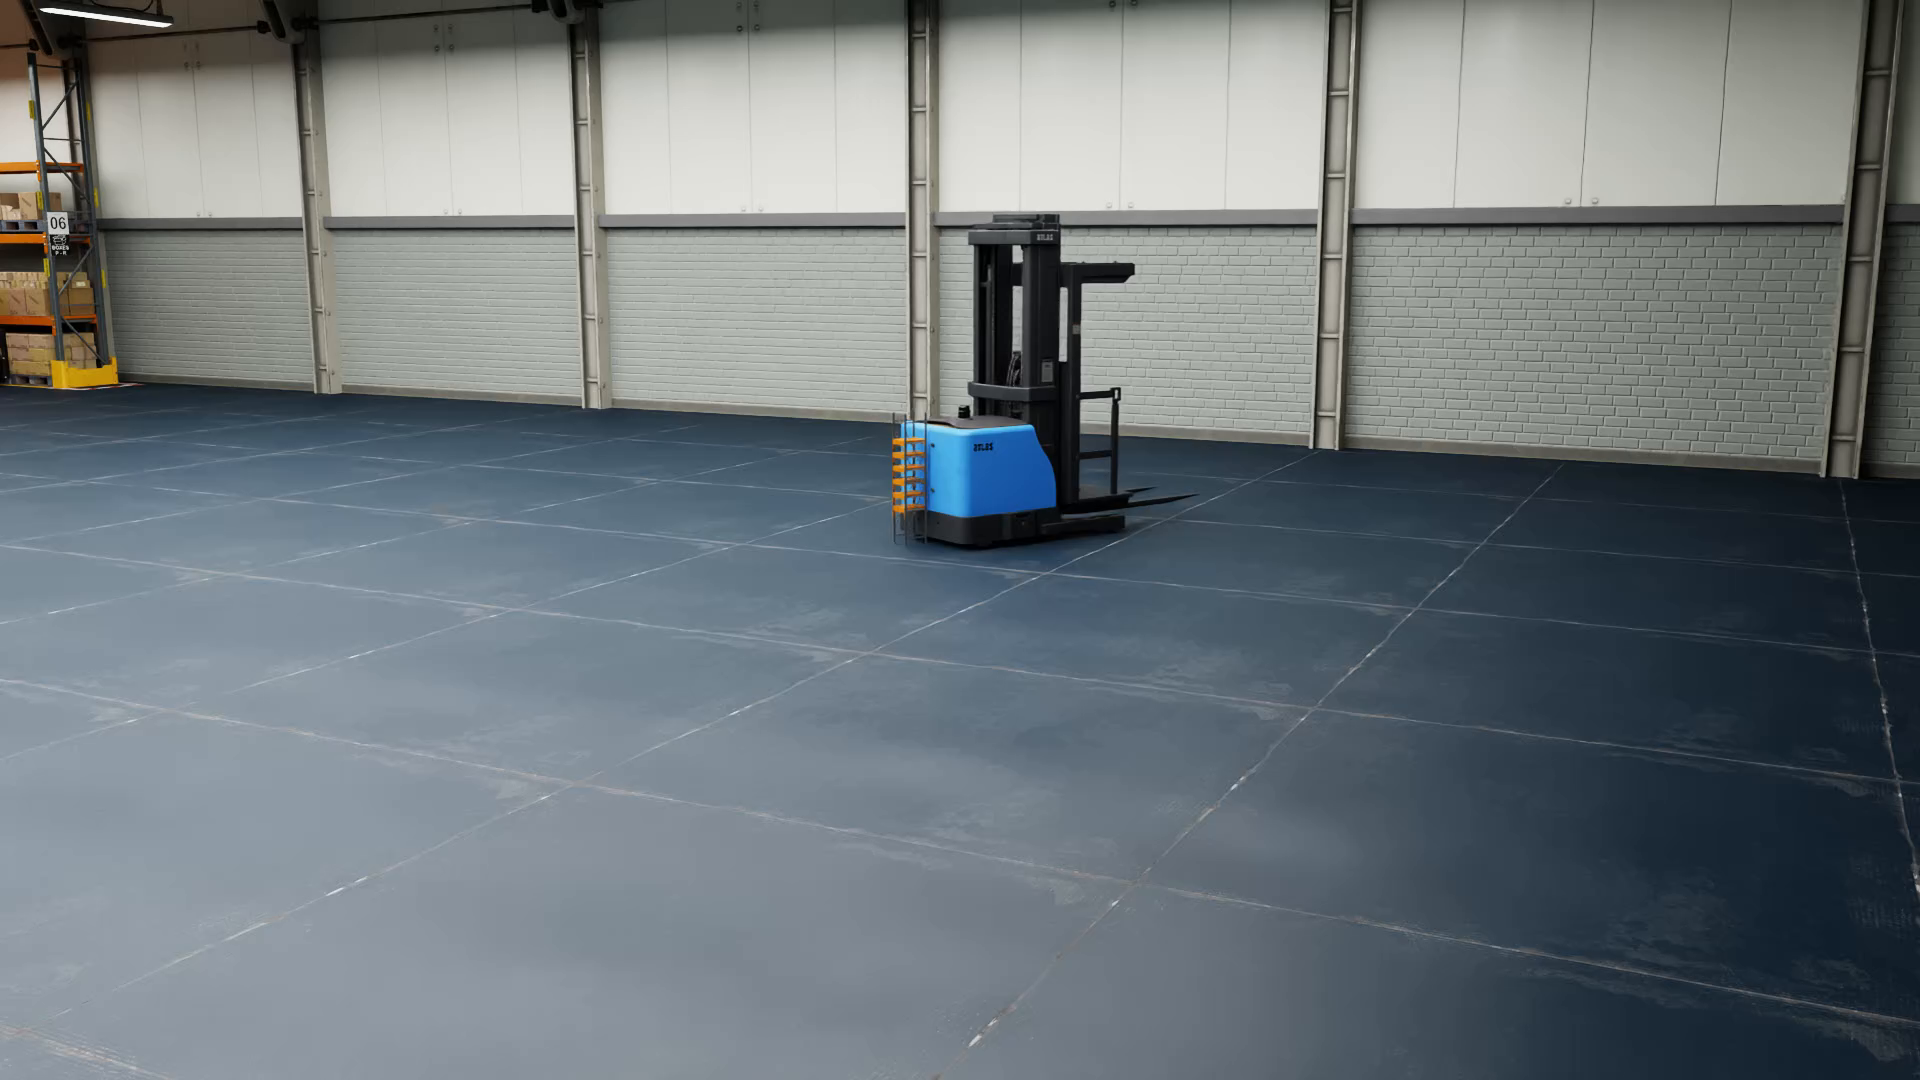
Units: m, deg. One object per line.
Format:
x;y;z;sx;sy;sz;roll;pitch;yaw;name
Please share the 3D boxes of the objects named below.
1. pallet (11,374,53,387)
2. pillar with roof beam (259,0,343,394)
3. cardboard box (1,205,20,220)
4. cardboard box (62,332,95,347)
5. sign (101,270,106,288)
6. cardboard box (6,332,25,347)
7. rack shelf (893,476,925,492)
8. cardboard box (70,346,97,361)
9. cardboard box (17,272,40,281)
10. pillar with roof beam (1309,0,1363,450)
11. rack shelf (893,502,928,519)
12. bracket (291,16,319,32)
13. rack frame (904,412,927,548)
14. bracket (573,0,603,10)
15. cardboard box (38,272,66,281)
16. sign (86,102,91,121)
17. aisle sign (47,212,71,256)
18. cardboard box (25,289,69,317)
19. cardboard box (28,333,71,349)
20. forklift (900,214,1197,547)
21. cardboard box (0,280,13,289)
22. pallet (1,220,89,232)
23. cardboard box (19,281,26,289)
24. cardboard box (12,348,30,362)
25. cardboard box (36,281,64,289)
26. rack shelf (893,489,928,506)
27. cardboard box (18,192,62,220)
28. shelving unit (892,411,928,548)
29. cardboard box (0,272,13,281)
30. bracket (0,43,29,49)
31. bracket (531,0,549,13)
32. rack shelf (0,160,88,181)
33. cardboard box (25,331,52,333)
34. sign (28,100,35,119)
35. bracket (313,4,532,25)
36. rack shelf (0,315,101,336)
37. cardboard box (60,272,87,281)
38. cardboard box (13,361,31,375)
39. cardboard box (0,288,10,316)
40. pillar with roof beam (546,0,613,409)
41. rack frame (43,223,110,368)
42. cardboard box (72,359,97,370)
-17.163;-3.065;31.572;1.213;0.211;1.003;5;11;26;pallet
-13.208;-6.374;25.181;0.548;9.000;9.100;5;11;26;pillar with roof beam
-17.564;-6.086;30.930;0.258;0.266;0.396;5;11;26;cardboard box
-16.806;-3.797;31.523;0.500;0.250;0.500;5;11;25;cardboard box
-16.208;-4.937;31.431;0.005;0.325;0.100;5;11;26;sign
-17.927;-3.793;31.500;0.500;0.250;0.500;5;11;27;cardboard box
-0.447;-0.500;14.873;0.258;0.103;0.180;-8;13;-36;rack shelf
-16.788;-3.553;31.579;0.500;0.250;0.500;5;12;27;cardboard box
-17.355;-4.924;31.075;0.250;0.149;0.380;5;12;27;cardboard box
2.934;-4.956;17.344;0.400;9.000;9.100;5;11;26;pillar with roof beam
-0.447;-0.264;14.916;0.258;0.103;0.180;-8;13;-36;rack shelf
-11.089;-8.743;28.165;0.430;0.232;0.235;5;11;26;bracket
-0.393;-0.531;14.792;0.240;1.200;0.006;-8;13;-36;rack frame
-5.708;-8.271;25.553;0.430;0.232;0.235;5;11;26;bracket
-16.873;-4.893;30.905;0.250;0.149;0.380;5;11;26;cardboard box
-16.208;-7.961;30.883;0.005;0.325;0.100;5;11;26;sign
-16.530;-5.611;30.509;0.004;0.787;0.394;5;11;26;aisle sign
-17.016;-4.430;31.001;0.500;0.500;0.500;5;11;25;cardboard box
-17.010;-3.716;31.072;0.500;0.250;0.500;5;12;28;cardboard box
0.935;-1.561;15.624;3.031;2.935;1.130;-8;13;-36;forklift
-17.819;-4.815;31.310;0.250;0.149;0.380;5;11;24;cardboard box
-17.081;-5.876;31.099;1.213;0.211;1.003;5;11;26;pallet
-17.342;-4.780;31.117;0.250;0.149;0.380;5;12;27;cardboard box
-17.479;-3.513;31.355;0.500;0.250;0.500;5;11;25;cardboard box
-16.894;-4.734;30.865;0.250;0.149;0.380;5;11;27;cardboard box
-0.447;-0.382;14.894;0.258;0.103;0.180;-8;13;-36;rack shelf
-16.964;-6.161;30.683;0.500;0.500;0.500;5;12;28;cardboard box
-0.447;-0.544;14.865;0.258;1.200;0.189;-8;13;-36;shelving unit
-17.828;-4.958;31.264;0.250;0.149;0.380;5;12;27;cardboard box
-19.524;-9.485;32.261;4.783;0.066;0.076;5;11;26;bracket
-6.452;-8.336;25.914;0.430;0.232;0.235;5;11;26;bracket
-18.252;-6.942;31.464;4.000;0.370;1.077;5;11;26;rack shelf
-17.699;-3.877;31.964;0.500;0.250;0.500;5;11;25;cardboard box
-16.712;-7.749;29.931;0.005;0.325;0.100;5;11;26;sign
-8.763;-8.539;27.036;4.783;0.066;0.076;5;11;26;bracket
-18.252;-4.187;31.963;4.000;0.370;1.077;5;11;26;rack shelf
-16.665;-4.959;31.269;0.250;0.149;0.380;5;11;25;cardboard box
-17.462;-3.264;31.386;0.500;0.250;0.500;5;11;26;cardboard box
-17.937;-4.512;31.458;0.500;0.500;0.500;5;11;25;cardboard box
-7.828;-5.901;22.568;0.548;9.000;9.100;5;11;26;pillar with roof beam
-16.459;-4.383;31.028;0.127;3.000;1.000;5;11;26;rack frame
-16.813;-3.307;31.622;0.500;0.250;0.500;5;11;26;cardboard box
